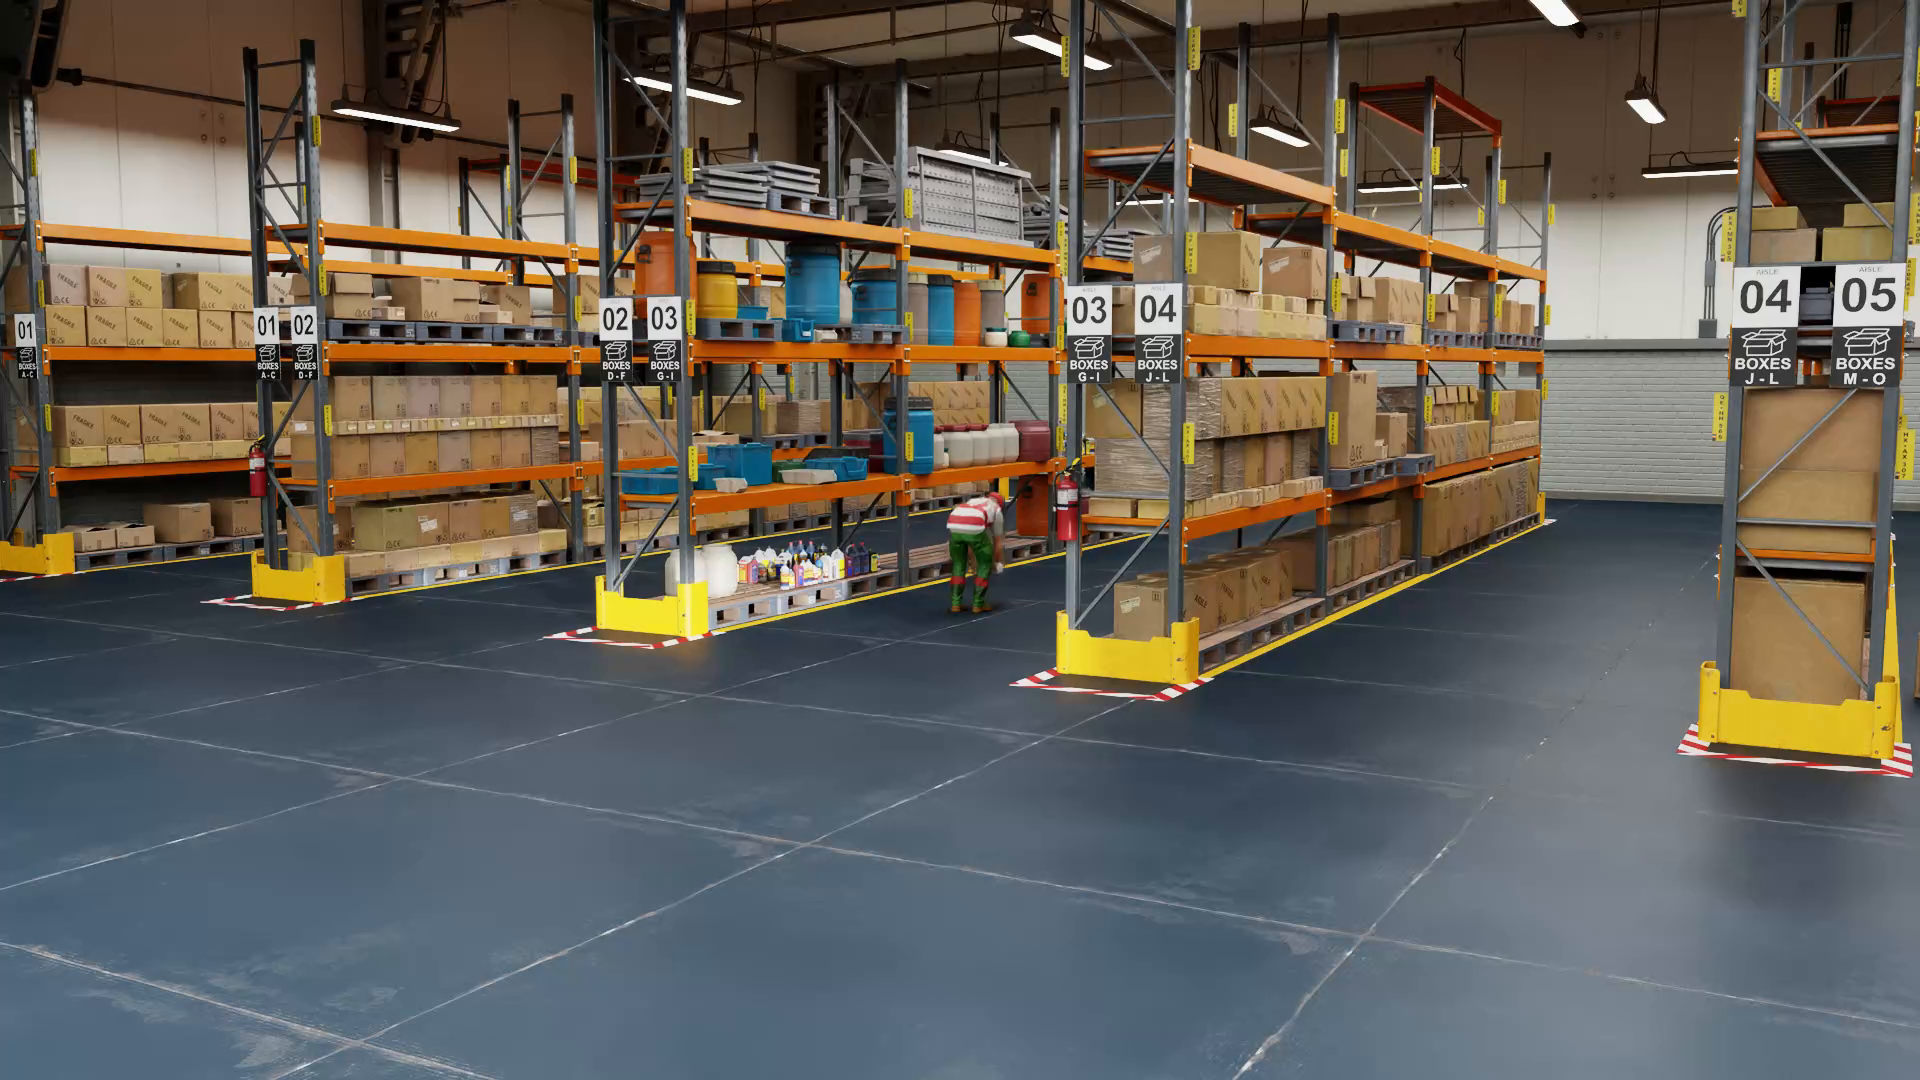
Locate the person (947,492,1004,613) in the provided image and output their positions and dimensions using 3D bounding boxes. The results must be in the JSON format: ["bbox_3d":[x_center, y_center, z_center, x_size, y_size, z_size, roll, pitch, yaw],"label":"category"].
[{"bbox_3d":[0.203,0.121,17.560,0.489,1.218,0.949,3,7,27],"label":"person"}]
